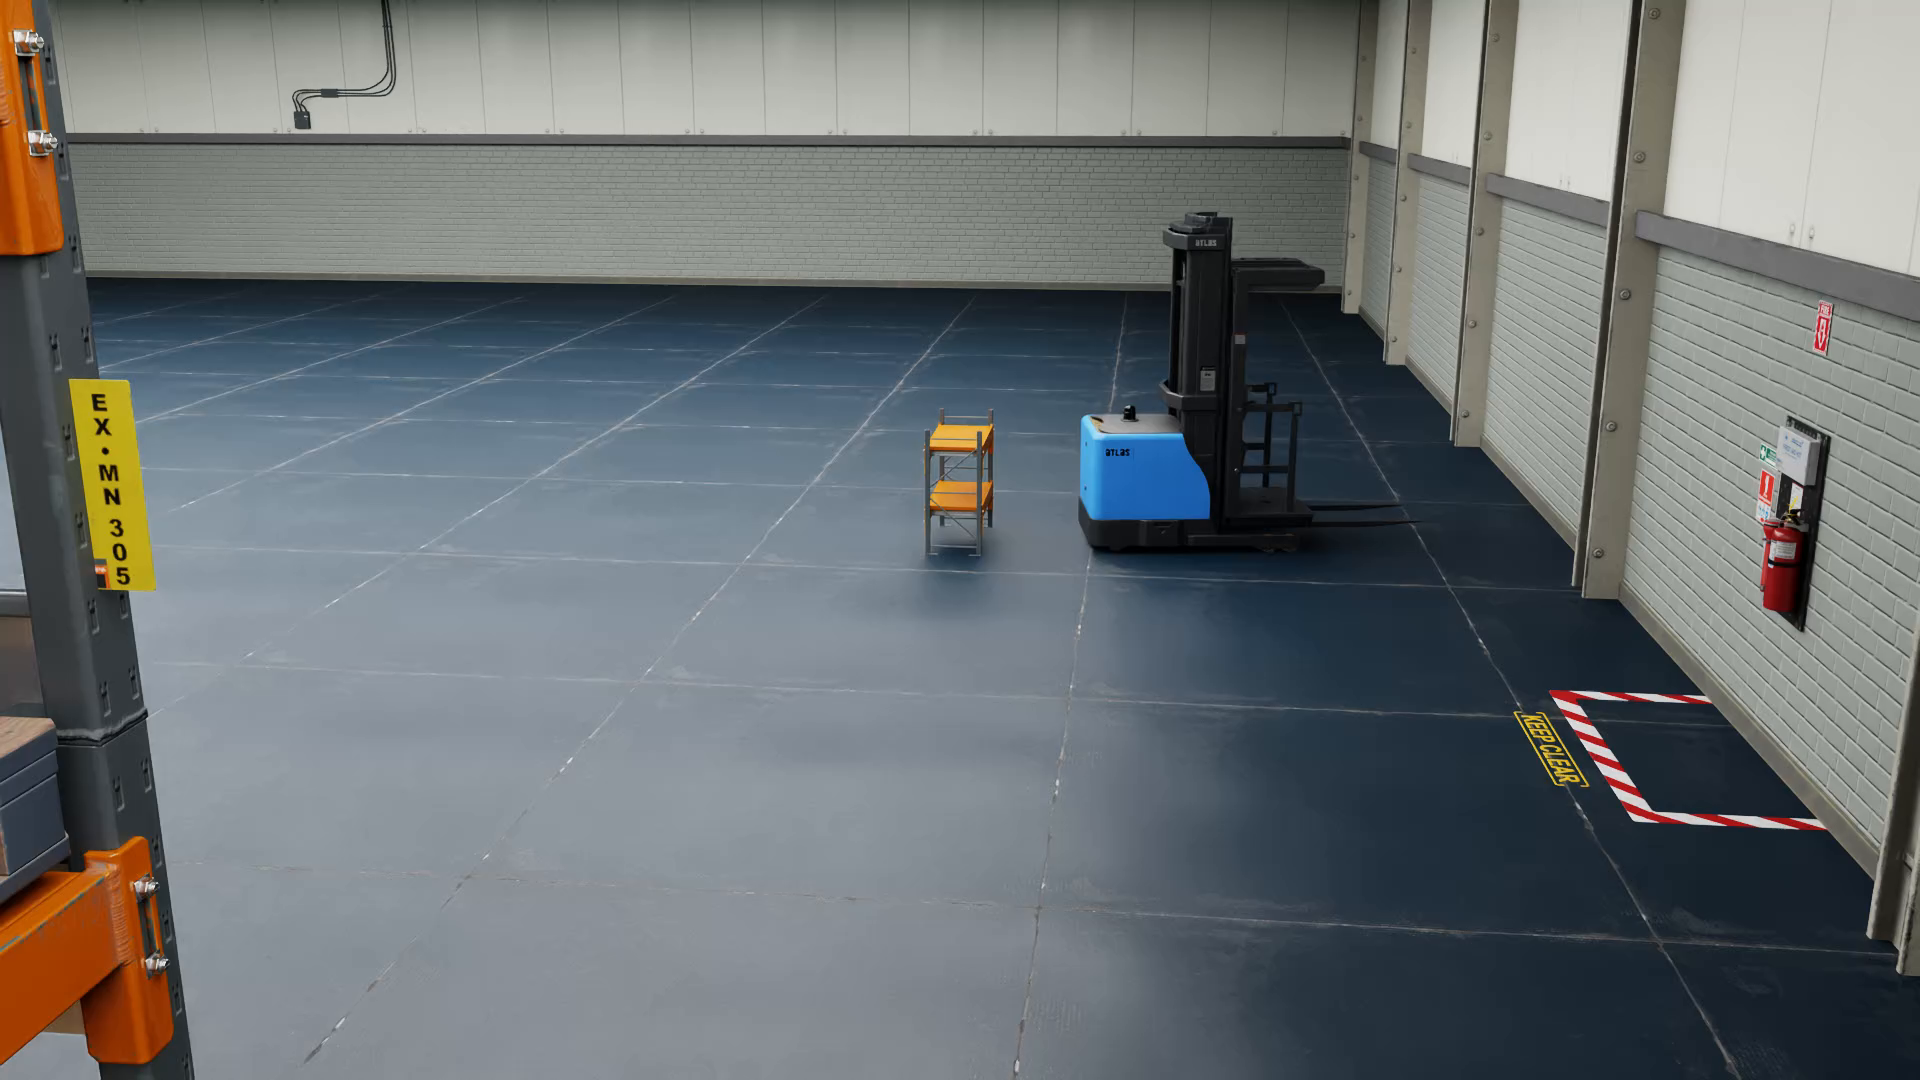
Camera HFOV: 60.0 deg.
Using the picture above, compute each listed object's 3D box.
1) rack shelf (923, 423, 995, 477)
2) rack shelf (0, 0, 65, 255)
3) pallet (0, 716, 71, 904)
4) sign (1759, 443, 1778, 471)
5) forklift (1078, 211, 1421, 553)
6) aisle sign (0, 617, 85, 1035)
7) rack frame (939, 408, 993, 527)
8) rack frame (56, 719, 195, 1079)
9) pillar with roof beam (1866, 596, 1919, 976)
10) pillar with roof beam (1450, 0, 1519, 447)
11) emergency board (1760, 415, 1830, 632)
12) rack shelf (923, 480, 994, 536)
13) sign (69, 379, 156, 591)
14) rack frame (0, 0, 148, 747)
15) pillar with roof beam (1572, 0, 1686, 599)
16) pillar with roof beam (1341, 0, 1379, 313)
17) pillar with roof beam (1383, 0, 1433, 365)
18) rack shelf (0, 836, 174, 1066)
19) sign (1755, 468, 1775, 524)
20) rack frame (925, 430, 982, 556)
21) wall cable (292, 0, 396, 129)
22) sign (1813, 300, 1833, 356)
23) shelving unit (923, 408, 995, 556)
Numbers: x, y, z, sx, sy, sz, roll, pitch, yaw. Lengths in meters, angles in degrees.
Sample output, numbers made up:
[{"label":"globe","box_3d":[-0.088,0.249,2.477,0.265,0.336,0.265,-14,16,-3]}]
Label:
[{"label":"rack shelf","box_3d":[-0.001,-0.824,15.020,0.538,0.278,1.000,2,15,6]},{"label":"rack shelf","box_3d":[-2.045,-0.100,0.525,1.077,0.370,4.000,2,15,6]},{"label":"pallet","box_3d":[-1.925,0.514,2.025,1.003,0.211,1.213,2,15,6]},{"label":"sign","box_3d":[5.033,-0.520,10.341,0.001,0.109,0.331,2,15,6]},{"label":"forklift","box_3d":[2.645,-1.441,14.963,3.031,2.935,1.130,-1,15,-2]},{"label":"aisle sign","box_3d":[-1.520,0.474,2.772,0.394,0.787,0.004,2,15,6]},{"label":"rack frame","box_3d":[0.057,-0.673,15.584,0.500,1.125,0.032,2,15,6]},{"label":"rack frame","box_3d":[-1.819,1.737,3.080,1.000,3.000,0.127,2,15,6]},{"label":"pillar with roof beam","box_3d":[0.283,-2.490,7.219,9.100,9.000,0.400,2,15,6]},{"label":"pillar with roof beam","box_3d":[1.637,-5.602,18.729,9.100,9.000,0.400,2,15,6]},{"label":"emergency board","box_3d":[4.877,-0.107,9.900,0.194,1.169,0.643,2,15,6]},{"label":"rack shelf","box_3d":[-0.001,-0.305,15.161,0.538,0.278,1.000,2,15,6]},{"label":"sign","box_3d":[-1.282,-0.081,2.511,0.100,0.325,0.005,2,15,6]},{"label":"rack frame","box_3d":[-1.819,-1.159,2.297,1.000,3.000,0.127,2,15,6]},{"label":"pillar with roof beam","box_3d":[0.960,-4.046,12.974,9.100,9.000,0.400,2,15,6]},{"label":"pillar with roof beam","box_3d":[2.991,-8.715,30.239,9.100,9.000,0.400,2,15,6]},{"label":"pillar with roof beam","box_3d":[2.314,-7.159,24.484,9.100,9.000,0.400,2,15,6]},{"label":"rack shelf","box_3d":[-2.045,1.155,0.864,1.077,0.370,4.000,2,15,6]},{"label":"sign","box_3d":[5.042,-0.265,10.414,0.001,0.329,0.234,2,15,6]},{"label":"rack frame","box_3d":[-0.058,-0.409,14.609,0.500,1.125,0.032,2,15,6]},{"label":"wall cable","box_3d":[-12.953,-11.599,34.390,2.305,6.003,0.169,2,15,6]},{"label":"sign","box_3d":[4.977,-1.225,9.594,0.001,0.298,0.199,2,15,6]},{"label":"shelving unit","box_3d":[-0.001,-0.541,15.097,0.538,1.125,1.048,2,15,6]}]
